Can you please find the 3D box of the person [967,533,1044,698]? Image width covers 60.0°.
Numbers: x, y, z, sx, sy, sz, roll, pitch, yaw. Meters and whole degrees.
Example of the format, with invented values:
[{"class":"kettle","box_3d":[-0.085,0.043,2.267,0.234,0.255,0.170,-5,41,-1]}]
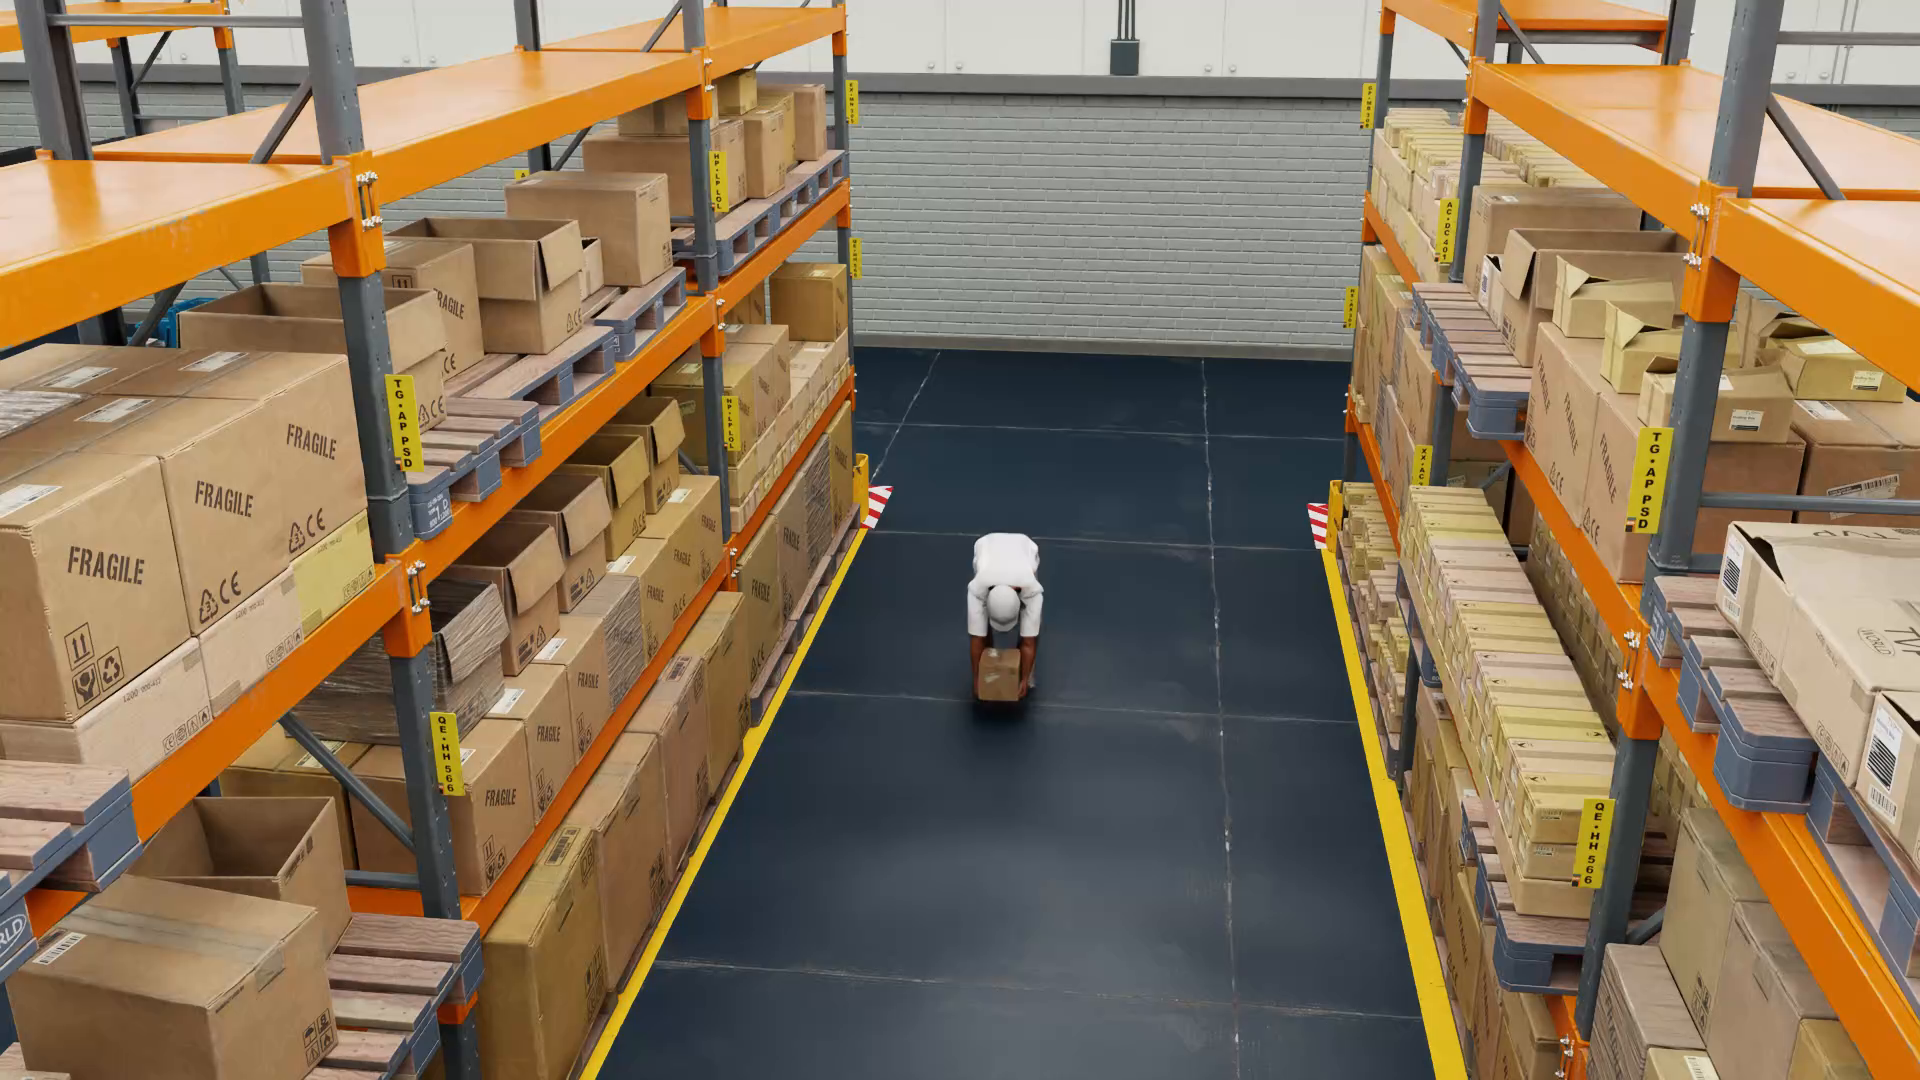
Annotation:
[{"class":"person","box_3d":[0.290,0.531,10.686,0.496,1.031,0.979,1,21,4]}]
